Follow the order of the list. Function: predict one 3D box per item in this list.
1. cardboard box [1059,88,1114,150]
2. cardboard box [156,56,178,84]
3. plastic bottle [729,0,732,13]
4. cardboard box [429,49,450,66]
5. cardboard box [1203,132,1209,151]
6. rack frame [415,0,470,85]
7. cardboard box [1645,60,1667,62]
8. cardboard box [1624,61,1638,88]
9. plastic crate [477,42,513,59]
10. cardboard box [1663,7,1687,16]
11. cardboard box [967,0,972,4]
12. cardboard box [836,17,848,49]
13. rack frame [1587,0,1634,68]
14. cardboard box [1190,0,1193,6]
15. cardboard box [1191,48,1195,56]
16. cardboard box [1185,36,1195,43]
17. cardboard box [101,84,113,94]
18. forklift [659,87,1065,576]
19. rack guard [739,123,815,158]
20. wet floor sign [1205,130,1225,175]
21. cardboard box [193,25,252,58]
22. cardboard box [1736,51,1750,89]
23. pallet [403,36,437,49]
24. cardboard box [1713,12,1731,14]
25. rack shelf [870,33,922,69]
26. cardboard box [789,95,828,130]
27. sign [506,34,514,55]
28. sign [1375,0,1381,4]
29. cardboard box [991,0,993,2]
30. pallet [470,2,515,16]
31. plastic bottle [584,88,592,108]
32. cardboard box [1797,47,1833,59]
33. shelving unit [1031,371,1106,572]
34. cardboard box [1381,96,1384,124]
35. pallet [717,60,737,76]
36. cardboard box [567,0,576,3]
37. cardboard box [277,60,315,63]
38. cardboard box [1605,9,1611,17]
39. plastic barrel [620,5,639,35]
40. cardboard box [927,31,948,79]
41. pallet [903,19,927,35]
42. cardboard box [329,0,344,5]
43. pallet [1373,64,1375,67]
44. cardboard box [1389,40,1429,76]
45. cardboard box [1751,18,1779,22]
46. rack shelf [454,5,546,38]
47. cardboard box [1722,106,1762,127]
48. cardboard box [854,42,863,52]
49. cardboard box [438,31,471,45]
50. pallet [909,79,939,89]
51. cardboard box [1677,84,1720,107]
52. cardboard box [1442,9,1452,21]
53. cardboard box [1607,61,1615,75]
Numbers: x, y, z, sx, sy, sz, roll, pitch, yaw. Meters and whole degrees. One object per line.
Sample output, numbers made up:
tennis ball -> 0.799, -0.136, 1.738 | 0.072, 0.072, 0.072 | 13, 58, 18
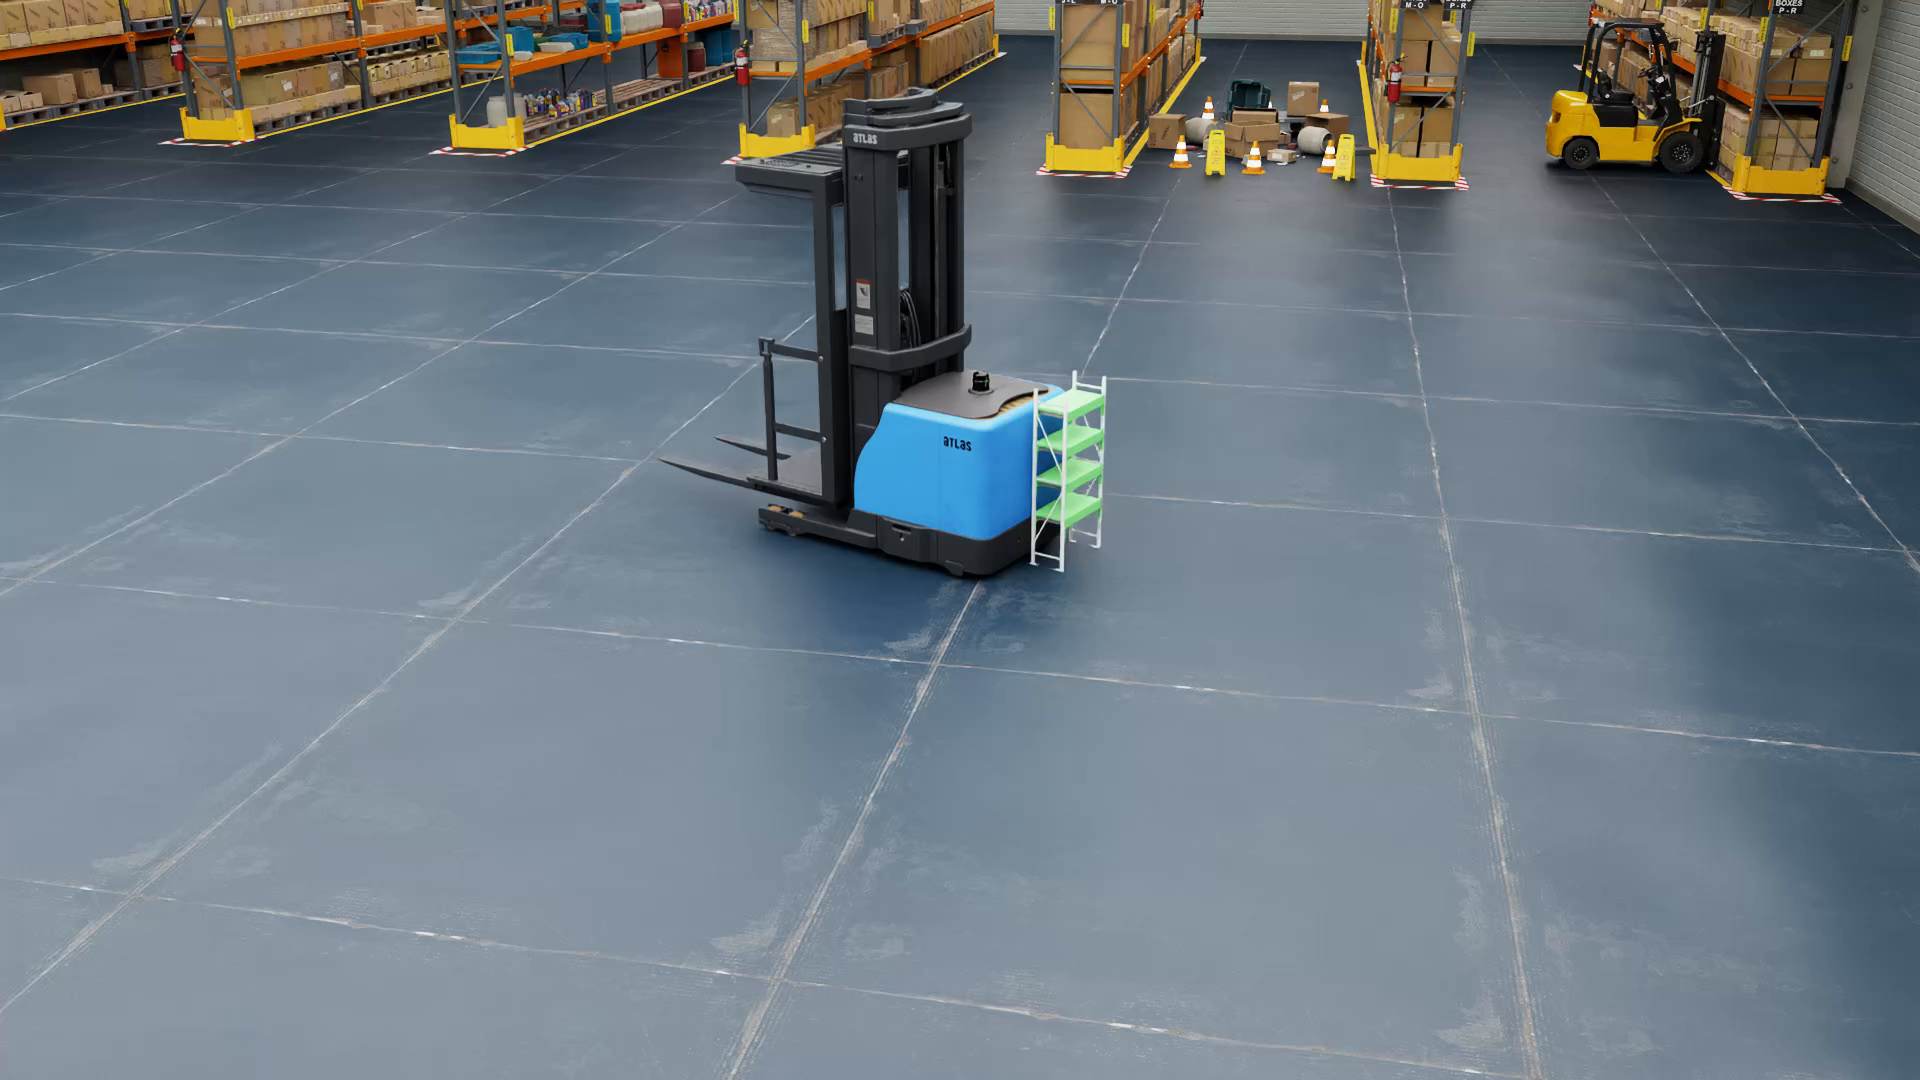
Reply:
cardboard box -> 1.984, -6.542, 25.865 | 0.875, 0.875, 0.875 | 5, 22, 11
cardboard box -> -16.465, -9.599, 33.928 | 0.700, 0.500, 0.500 | 4, 22, 10
plastic bottle -> -5.163, -11.901, 37.055 | 0.152, 0.276, 0.135 | 4, 22, 11
cardboard box -> -10.855, -10.146, 34.900 | 0.500, 0.311, 0.500 | 5, 22, 12
cardboard box -> 4.179, -6.506, 27.151 | 0.396, 0.266, 0.258 | 8, 23, 20
rack frame -> -10.989, -11.177, 35.091 | 1.000, 3.000, 0.127 | 4, 22, 11
cardboard box -> 13.343, -9.113, 31.881 | 0.380, 0.149, 0.250 | 5, 22, 12
cardboard box -> 13.562, -9.249, 33.088 | 0.500, 0.500, 0.500 | 4, 22, 9
plastic crate -> -7.826, -8.247, 28.013 | 0.499, 0.251, 0.408 | 4, 22, 11
cardboard box -> 12.916, -9.541, 30.028 | 0.380, 0.149, 0.250 | 5, 22, 12
cardboard box -> -0.017, -12.285, 37.646 | 0.500, 0.250, 0.500 | 4, 22, 11
cardboard box -> -2.400, -8.612, 28.189 | 0.875, 0.500, 0.500 | 4, 22, 11
rack frame -> 14.902, -12.214, 37.666 | 1.000, 3.000, 0.127 | 4, 22, 11
cardboard box -> 4.939, -12.178, 37.044 | 0.500, 0.500, 0.500 | 4, 22, 10
cardboard box -> 5.319, -11.494, 39.131 | 0.380, 0.149, 0.250 | 5, 23, 13
cardboard box -> 5.280, -11.675, 38.785 | 0.380, 0.149, 0.250 | 4, 22, 10
cardboard box -> -16.735, -8.783, 32.349 | 0.380, 0.166, 0.250 | 2, 22, 4
forklift -> -0.785, -1.535, 11.242 | 3.031, 2.935, 1.130 | 14, 26, 32
rack guard -> -2.909, -6.363, 26.484 | 1.175, 0.500, 0.348 | 4, 22, 11
wet floor sign -> 3.843, -5.826, 24.957 | 0.267, 0.644, 0.232 | 1, 22, 2
cardboard box -> -12.514, -8.468, 28.230 | 0.700, 0.500, 0.500 | 4, 22, 11
cardboard box -> 11.596, -6.798, 24.084 | 0.500, 0.500, 0.500 | 5, 23, 13
pallet -> -14.293, -12.887, 43.070 | 1.003, 0.211, 1.213 | 4, 22, 11
cardboard box -> 13.234, -9.122, 28.987 | 0.380, 0.149, 0.250 | 4, 22, 11
rack shelf -> -1.700, -9.356, 31.531 | 1.077, 0.370, 4.000 | 4, 22, 11
cardboard box -> -2.546, -7.206, 28.015 | 0.500, 0.500, 0.500 | 7, 23, 16
sign -> -7.235, -7.957, 26.726 | 0.100, 0.325, 0.005 | 4, 22, 11
sign -> 7.866, -10.244, 31.223 | 0.100, 0.325, 0.005 | 4, 22, 11
cardboard box -> 0.590, -13.075, 40.139 | 0.380, 0.149, 0.250 | 5, 22, 12
pallet -> -10.597, -11.800, 36.894 | 1.003, 0.211, 1.213 | 4, 22, 11
plastic bottle -> -6.806, -8.053, 30.291 | 0.144, 0.351, 0.185 | 4, 22, 9
cardboard box -> 11.960, -6.814, 23.256 | 0.380, 0.149, 0.250 | 4, 22, 10
shelving unit -> 0.708, -0.450, 10.865 | 0.258, 1.200, 0.503 | 14, 26, 31
cardboard box -> 7.004, -6.888, 26.557 | 0.500, 0.500, 0.500 | 6, 23, 14
pallet -> -5.523, -10.689, 37.611 | 1.003, 0.211, 1.213 | 4, 22, 11
cardboard box -> -9.596, -13.223, 40.036 | 0.500, 0.500, 0.500 | 4, 22, 11
cardboard box -> -12.301, -8.652, 30.937 | 0.500, 0.500, 0.500 | 4, 22, 11
cardboard box -> 14.221, -11.433, 36.063 | 0.380, 0.149, 0.250 | 5, 22, 12
plastic barrel -> -6.397, -10.000, 31.986 | 0.433, 0.535, 0.433 | 0, 22, 0
cardboard box -> -0.941, -10.206, 34.962 | 1.225, 0.875, 0.875 | 5, 22, 11
pallet -> -1.333, -10.063, 32.582 | 1.213, 0.211, 1.003 | 4, 22, 11
cardboard box -> -11.890, -10.200, 30.794 | 0.700, 0.500, 0.500 | 5, 22, 11
pallet -> 9.704, -10.554, 37.277 | 1.003, 0.211, 1.213 | 4, 22, 11
cardboard box -> 6.618, -7.143, 24.543 | 0.500, 0.500, 0.500 | 4, 22, 10
cardboard box -> 12.592, -8.082, 26.006 | 0.380, 0.149, 0.250 | 4, 22, 9
rack shelf -> -10.581, -11.575, 37.042 | 1.077, 0.370, 4.000 | 4, 22, 11
cardboard box -> 11.618, -6.310, 24.787 | 0.500, 0.250, 0.500 | 5, 22, 12
cardboard box -> -1.924, -8.650, 29.152 | 0.380, 0.149, 0.250 | 4, 22, 11
cardboard box -> -11.021, -10.951, 36.282 | 0.500, 0.250, 0.500 | 5, 23, 13
pallet -> -1.057, -9.410, 34.436 | 1.003, 0.211, 1.213 | 4, 22, 11
cardboard box -> 12.715, -7.394, 28.313 | 0.875, 0.625, 0.625 | 4, 22, 10
cardboard box -> 7.970, -8.731, 27.924 | 0.500, 0.500, 0.500 | 5, 22, 12
cardboard box -> 13.985, -10.034, 35.351 | 0.396, 0.266, 0.258 | 5, 23, 13
